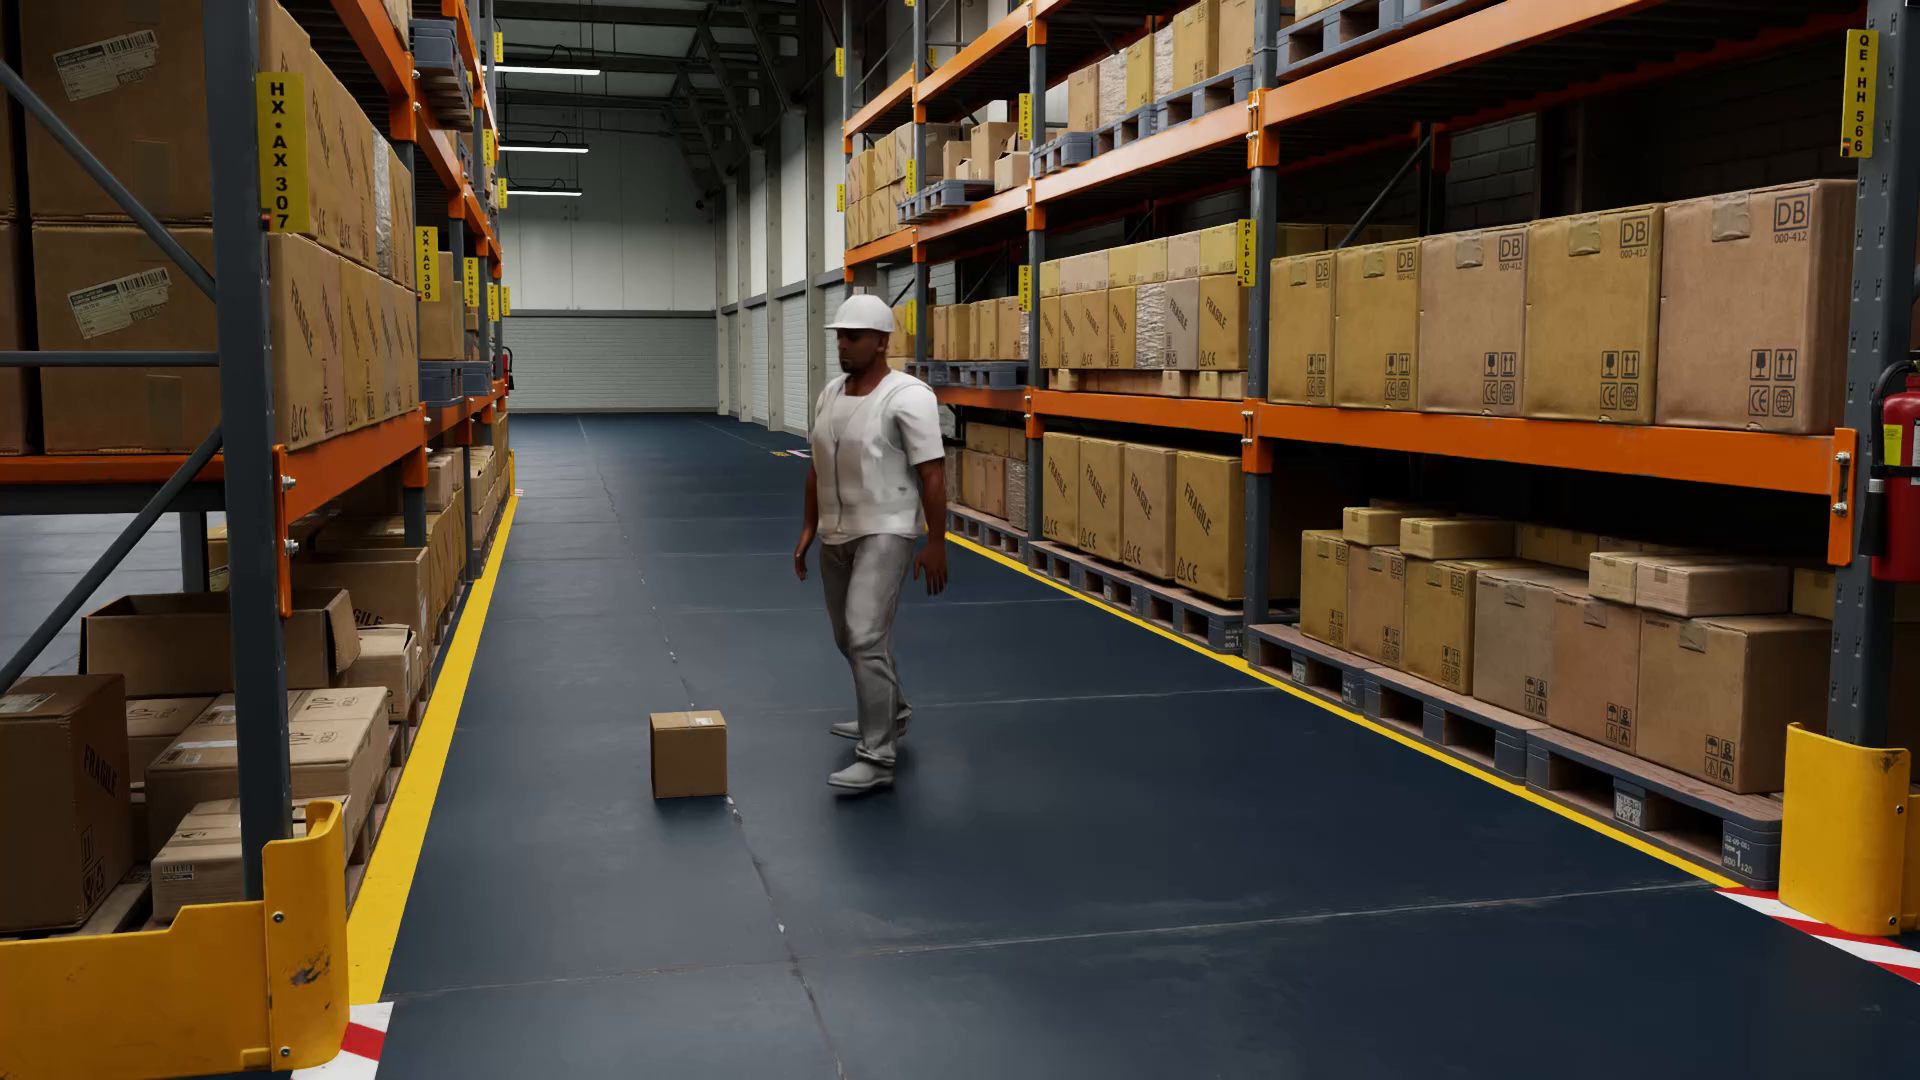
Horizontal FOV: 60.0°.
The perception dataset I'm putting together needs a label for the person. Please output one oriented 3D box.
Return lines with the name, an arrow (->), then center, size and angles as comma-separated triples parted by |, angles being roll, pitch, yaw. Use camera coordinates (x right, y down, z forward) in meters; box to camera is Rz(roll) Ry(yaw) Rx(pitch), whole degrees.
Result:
person -> -0.358, -0.018, 6.065 | 0.668, 1.732, 0.788 | 6, 8, 43
